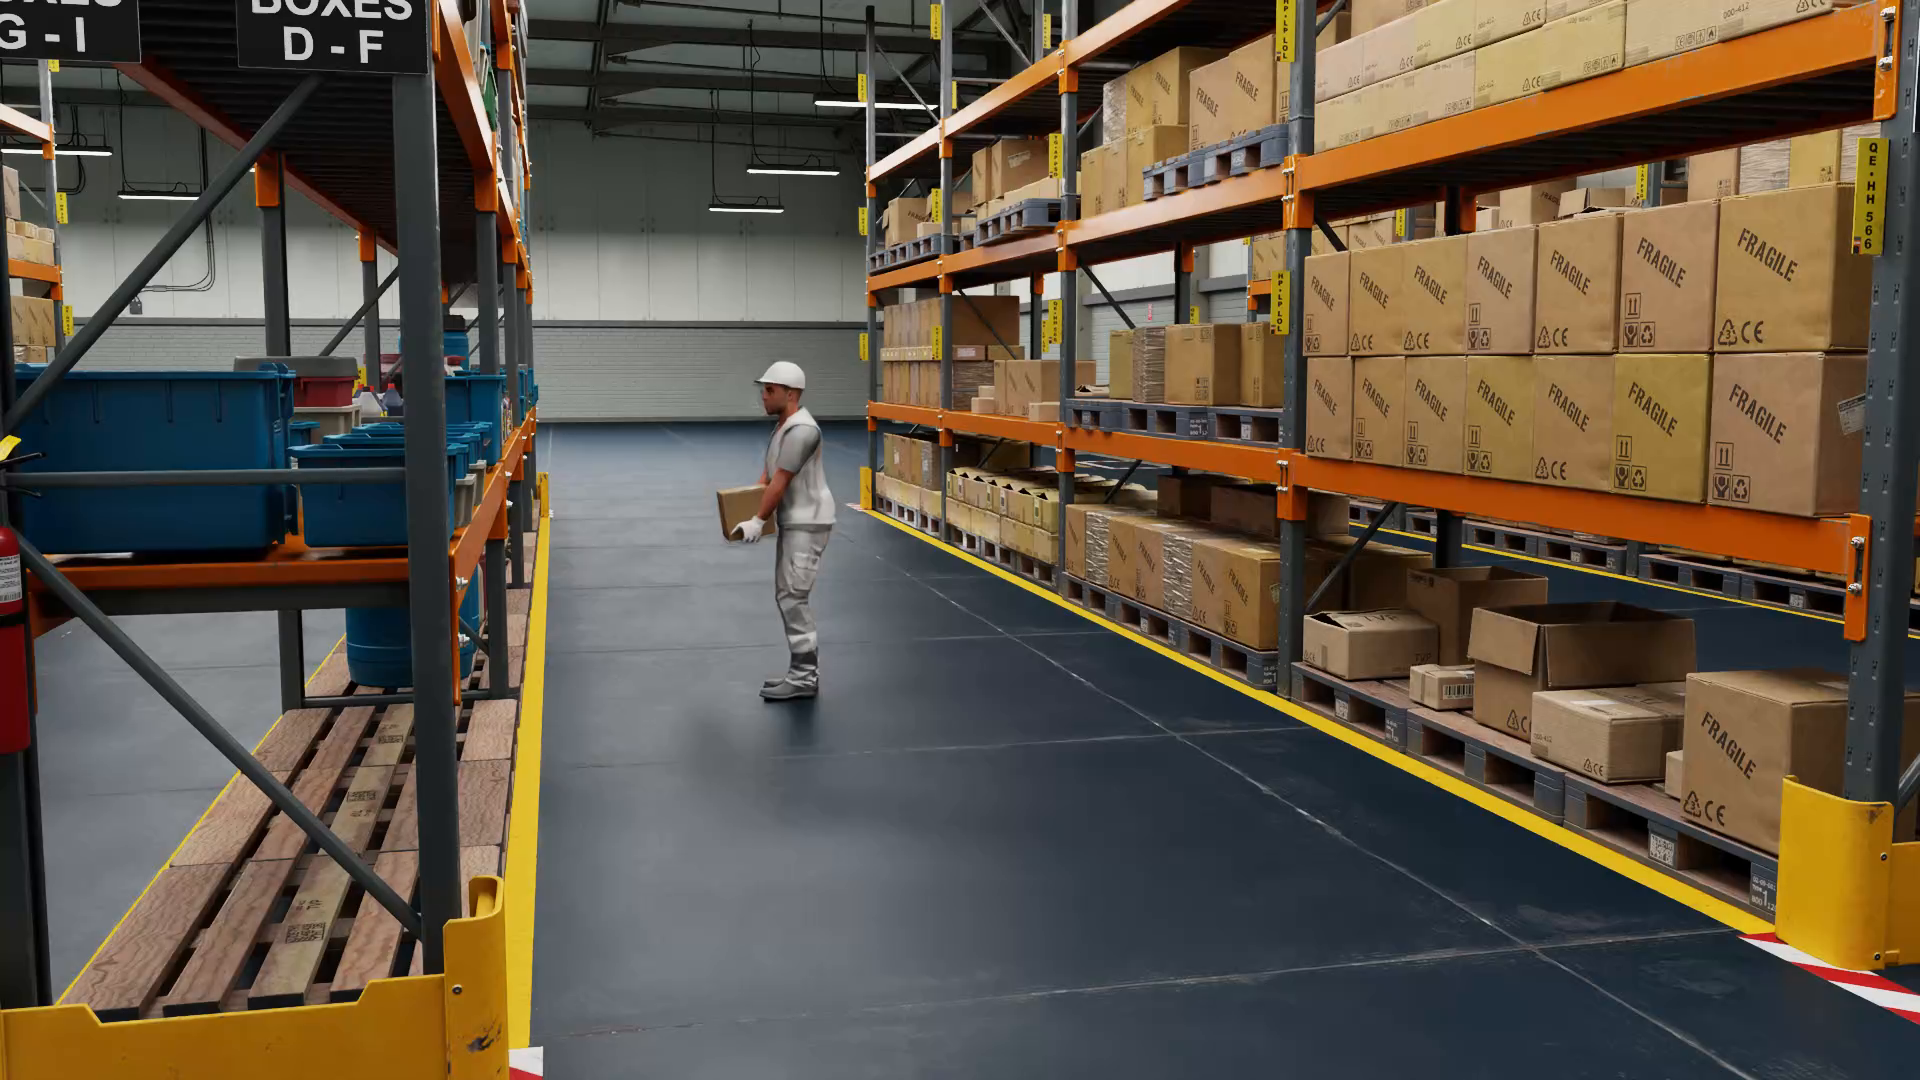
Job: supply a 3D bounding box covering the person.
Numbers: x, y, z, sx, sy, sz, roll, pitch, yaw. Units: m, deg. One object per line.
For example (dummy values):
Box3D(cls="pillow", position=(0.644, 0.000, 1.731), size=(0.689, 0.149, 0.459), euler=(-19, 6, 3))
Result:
Box3D(cls="person", position=(-0.946, -0.052, 8.816), size=(0.569, 1.777, 0.494), euler=(-2, 6, -15))
